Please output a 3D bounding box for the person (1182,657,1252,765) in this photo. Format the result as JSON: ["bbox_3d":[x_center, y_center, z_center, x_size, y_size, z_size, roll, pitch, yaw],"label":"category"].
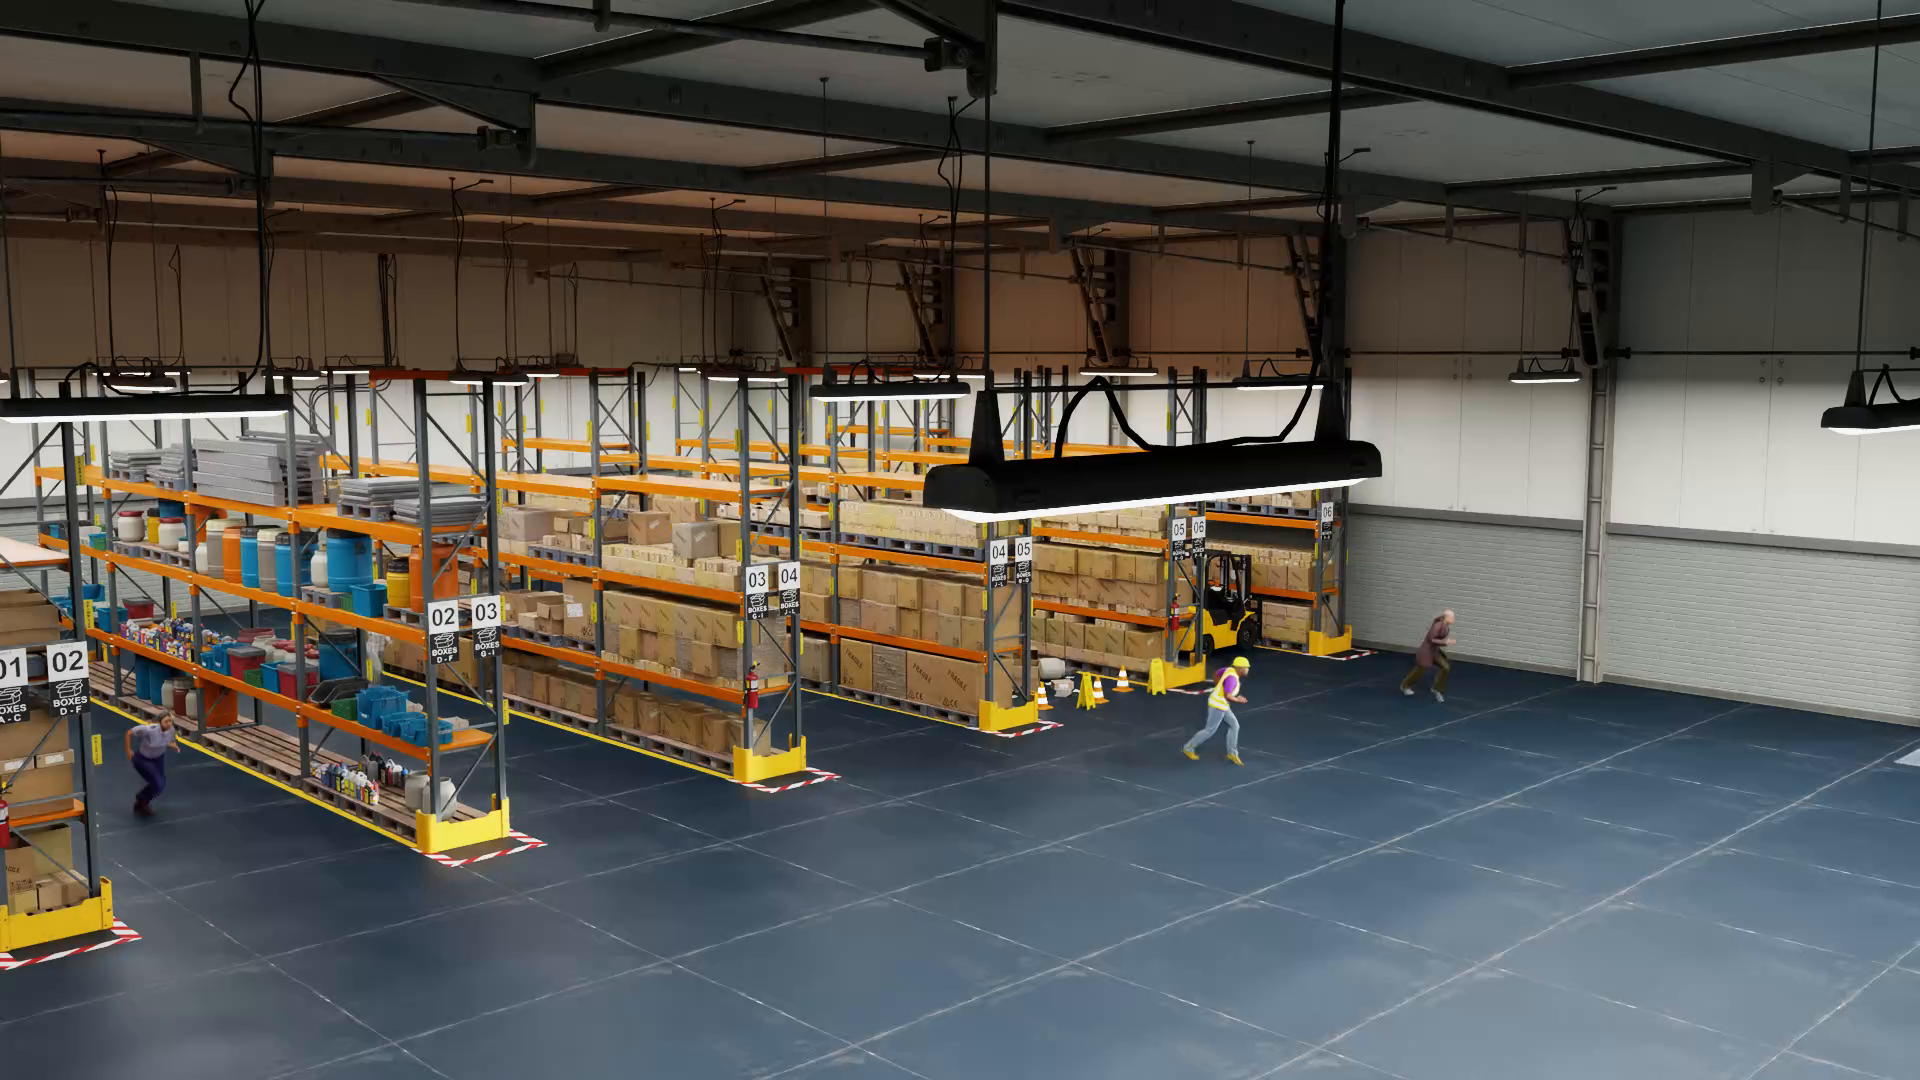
[{"bbox_3d":[3.954,2.640,25.606,1.043,1.719,0.745,1,6,6],"label":"person"}]

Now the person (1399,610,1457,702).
[{"bbox_3d":[8.561,2.105,30.370,1.070,1.733,0.750,5,8,37],"label":"person"}]

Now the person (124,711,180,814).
[{"bbox_3d":[-11.002,3.055,22.627,0.857,1.468,0.636,3,7,23],"label":"person"}]

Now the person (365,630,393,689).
[{"bbox_3d":[-10.725,2.079,30.524,0.833,1.733,0.546,4,8,33],"label":"person"}]
